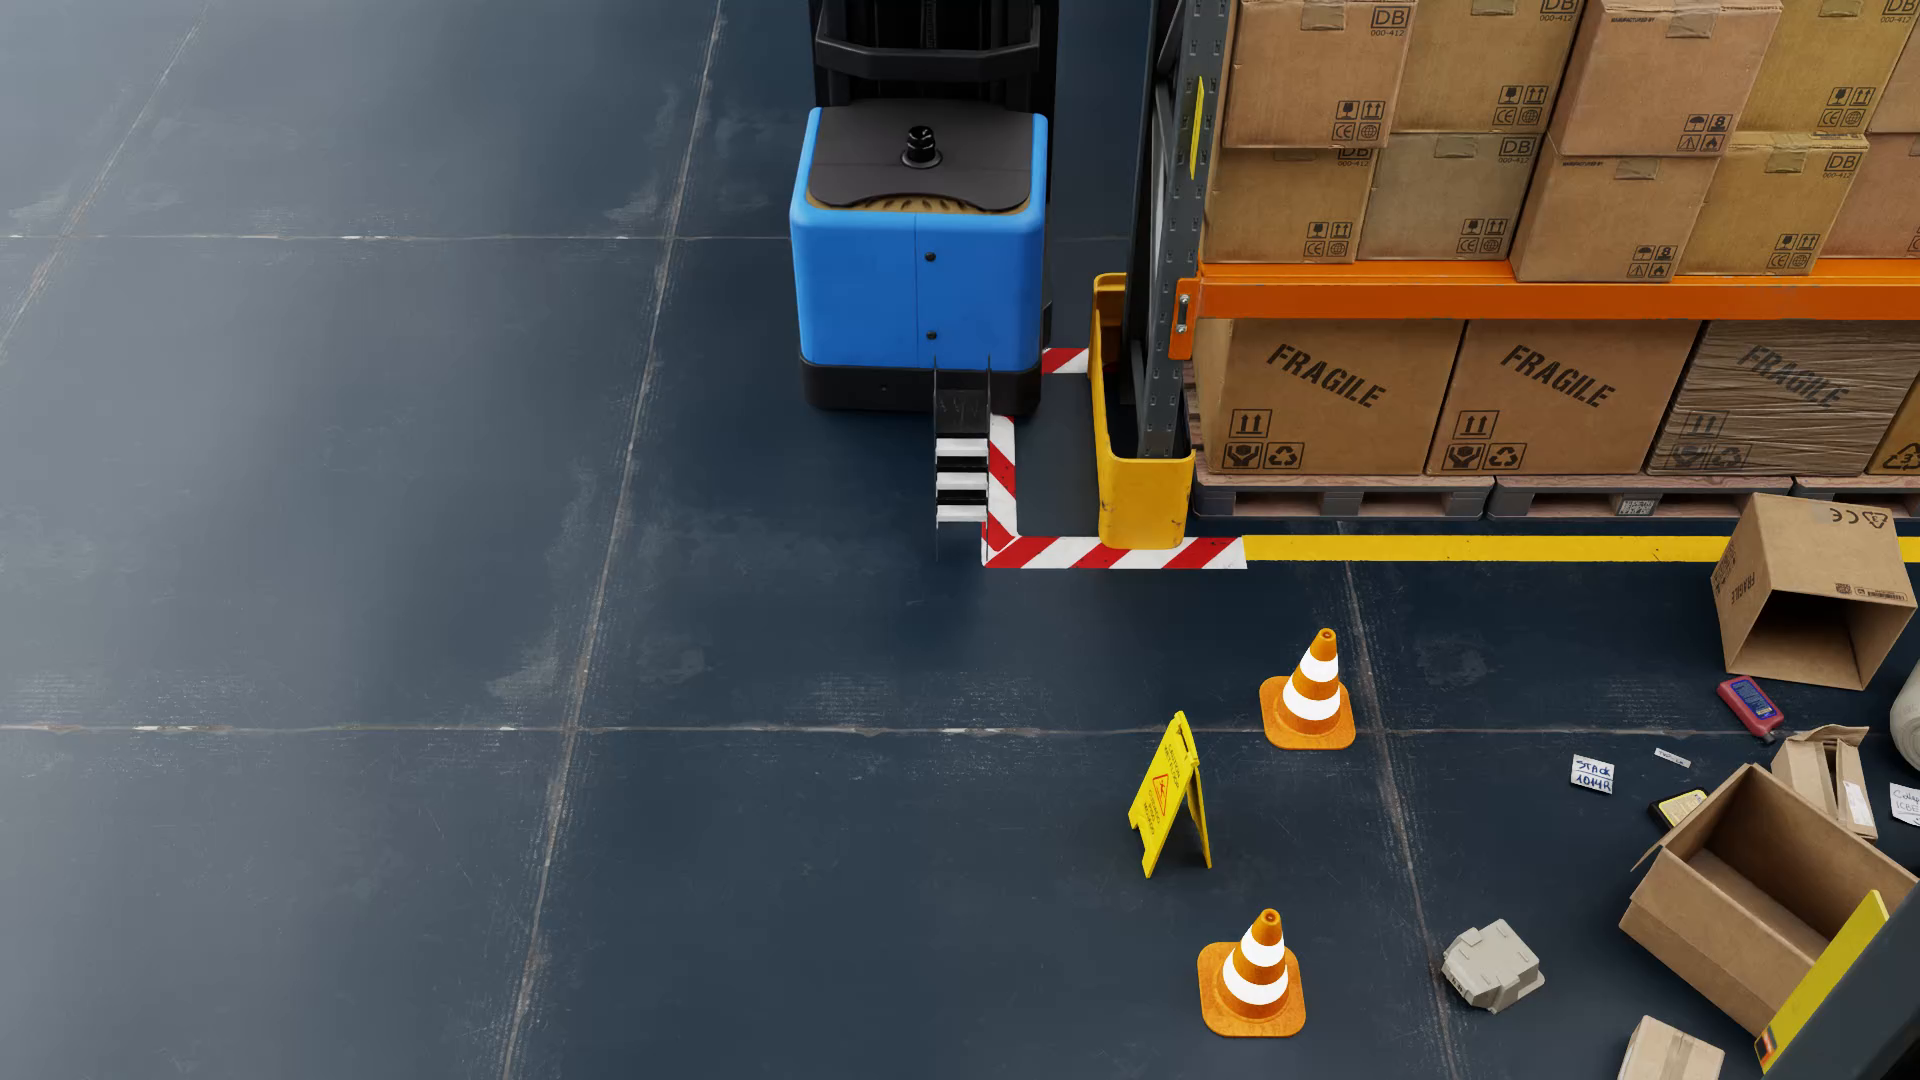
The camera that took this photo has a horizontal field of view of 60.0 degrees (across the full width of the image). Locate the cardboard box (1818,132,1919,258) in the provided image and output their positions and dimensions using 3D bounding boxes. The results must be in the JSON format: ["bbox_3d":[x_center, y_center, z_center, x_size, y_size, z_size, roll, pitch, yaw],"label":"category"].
[{"bbox_3d":[3.313,-1.517,6.092,0.550,0.550,0.875,0,47,0],"label":"cardboard box"}]

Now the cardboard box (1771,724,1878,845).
[{"bbox_3d":[3.046,0.873,5.836,0.258,0.266,0.396,8,48,7],"label":"cardboard box"}]

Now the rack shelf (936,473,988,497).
[{"bbox_3d":[0.008,-0.284,6.526,0.200,0.077,0.258,0,47,0],"label":"rack shelf"}]

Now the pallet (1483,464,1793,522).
[{"bbox_3d":[2.789,-0.512,7.163,1.213,0.211,1.003,0,47,0],"label":"pallet"}]

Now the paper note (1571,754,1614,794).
[{"bbox_3d":[2.292,0.847,6.023,0.142,0.017,0.144,15,49,14],"label":"paper note"}]

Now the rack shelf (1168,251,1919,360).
[{"bbox_3d":[2.772,-1.162,6.354,4.000,0.370,1.077,0,47,0],"label":"rack shelf"}]

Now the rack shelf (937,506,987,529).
[{"bbox_3d":[0.008,-0.161,6.657,0.200,0.077,0.258,0,47,0],"label":"rack shelf"}]

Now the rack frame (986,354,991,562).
[{"bbox_3d":[0.110,-0.306,6.501,0.006,0.900,0.240,0,47,0],"label":"rack frame"}]

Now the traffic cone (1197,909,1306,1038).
[{"bbox_3d":[0.954,1.319,5.287,0.334,0.463,0.336,0,47,0],"label":"traffic cone"}]

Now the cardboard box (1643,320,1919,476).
[{"bbox_3d":[3.242,-0.873,6.759,0.875,0.875,0.875,0,47,0],"label":"cardboard box"}]

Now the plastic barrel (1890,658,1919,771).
[{"bbox_3d":[3.632,0.596,5.987,0.421,0.421,0.512,32,55,26],"label":"plastic barrel"}]

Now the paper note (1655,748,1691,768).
[{"bbox_3d":[2.607,0.797,6.082,0.123,0.001,0.032,23,51,20],"label":"paper note"}]

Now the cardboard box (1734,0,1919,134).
[{"bbox_3d":[2.783,-1.861,5.673,0.500,0.550,0.875,0,47,0],"label":"cardboard box"}]

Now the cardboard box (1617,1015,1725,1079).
[{"bbox_3d":[2.172,1.707,5.140,0.250,0.149,0.380,23,51,20],"label":"cardboard box"}]

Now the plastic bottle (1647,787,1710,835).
[{"bbox_3d":[2.599,0.956,5.899,0.283,0.061,0.133,-15,49,-13],"label":"plastic bottle"}]

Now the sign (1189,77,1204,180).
[{"bbox_3d":[0.764,-1.328,5.372,0.005,0.325,0.100,0,47,0],"label":"sign"}]

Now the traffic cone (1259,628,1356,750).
[{"bbox_3d":[1.298,0.493,6.056,0.334,0.463,0.336,0,47,0],"label":"traffic cone"}]

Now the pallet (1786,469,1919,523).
[{"bbox_3d":[4.012,-0.511,7.162,1.213,0.211,1.003,0,47,0],"label":"pallet"}]

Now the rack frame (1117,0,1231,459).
[{"bbox_3d":[0.772,-1.412,6.096,0.127,3.000,1.000,0,47,0],"label":"rack frame"}]

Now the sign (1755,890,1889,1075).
[{"bbox_3d":[0.877,0.481,1.679,0.005,0.325,0.100,0,47,0],"label":"sign"}]

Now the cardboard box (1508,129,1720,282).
[{"bbox_3d":[2.253,-1.417,5.998,0.550,0.550,0.875,0,47,0],"label":"cardboard box"}]

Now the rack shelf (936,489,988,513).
[{"bbox_3d":[0.008,-0.223,6.592,0.200,0.077,0.258,0,47,0],"label":"rack shelf"}]

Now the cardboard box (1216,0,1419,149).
[{"bbox_3d":[1.143,-1.802,5.619,0.550,0.550,0.875,0,47,0],"label":"cardboard box"}]

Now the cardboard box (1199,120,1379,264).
[{"bbox_3d":[1.143,-1.496,6.071,0.550,0.550,0.875,0,47,0],"label":"cardboard box"}]

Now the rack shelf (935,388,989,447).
[{"bbox_3d":[0.008,-0.468,6.328,0.200,0.077,0.258,0,47,0],"label":"rack shelf"}]

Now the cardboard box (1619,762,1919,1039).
[{"bbox_3d":[2.621,1.213,5.358,0.637,0.503,0.797,-31,54,-26],"label":"cardboard box"}]

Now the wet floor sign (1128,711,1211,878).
[{"bbox_3d":[0.736,0.839,5.609,0.232,0.644,0.267,-7,47,-7],"label":"wet floor sign"}]

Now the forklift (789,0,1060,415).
[{"bbox_3d":[-0.098,-2.616,7.263,1.130,2.935,3.031,2,47,2],"label":"forklift"}]

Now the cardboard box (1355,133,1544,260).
[{"bbox_3d":[1.693,-1.510,6.085,0.550,0.550,0.875,0,47,0],"label":"cardboard box"}]

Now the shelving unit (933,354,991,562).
[{"bbox_3d":[0.008,-0.307,6.501,0.210,0.900,0.258,0,47,0],"label":"shelving unit"}]

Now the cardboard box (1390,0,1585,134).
[{"bbox_3d":[1.693,-1.868,5.680,0.550,0.550,0.875,0,47,0],"label":"cardboard box"}]

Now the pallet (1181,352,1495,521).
[{"bbox_3d":[1.572,-0.517,7.168,1.213,0.211,1.003,0,47,0],"label":"pallet"}]

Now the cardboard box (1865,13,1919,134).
[{"bbox_3d":[3.313,-1.865,5.677,0.550,0.550,0.875,0,47,0],"label":"cardboard box"}]

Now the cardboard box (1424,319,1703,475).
[{"bbox_3d":[2.330,-0.877,6.763,0.875,0.875,0.875,-1,47,0],"label":"cardboard box"}]

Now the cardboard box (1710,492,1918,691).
[{"bbox_3d":[3.216,0.196,6.305,0.500,0.500,0.500,8,48,7],"label":"cardboard box"}]

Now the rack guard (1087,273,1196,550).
[{"bbox_3d":[0.748,-0.561,7.011,0.348,0.500,1.175,0,47,0],"label":"rack guard"}]

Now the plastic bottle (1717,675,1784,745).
[{"bbox_3d":[2.966,0.636,6.197,0.133,0.061,0.283,-15,49,-13],"label":"plastic bottle"}]

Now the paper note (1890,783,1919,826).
[{"bbox_3d":[3.407,0.948,5.932,0.155,0.023,0.172,15,49,14],"label":"paper note"}]

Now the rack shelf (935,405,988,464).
[{"bbox_3d":[0.008,-0.407,6.394,0.200,0.077,0.258,0,47,0],"label":"rack shelf"}]

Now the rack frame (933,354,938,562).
[{"bbox_3d":[-0.094,-0.307,6.502,0.006,0.900,0.240,0,47,0],"label":"rack frame"}]

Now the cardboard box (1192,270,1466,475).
[{"bbox_3d":[1.450,-0.878,6.764,0.875,0.875,0.875,0,47,0],"label":"cardboard box"}]

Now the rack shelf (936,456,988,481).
[{"bbox_3d":[0.008,-0.345,6.460,0.200,0.077,0.258,0,47,0],"label":"rack shelf"}]

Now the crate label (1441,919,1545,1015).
[{"bbox_3d":[1.740,1.387,5.446,0.298,0.136,0.250,-23,51,-20],"label":"crate label"}]

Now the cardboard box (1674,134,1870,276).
[{"bbox_3d":[2.783,-1.446,6.025,0.500,0.550,0.875,0,47,0],"label":"cardboard box"}]

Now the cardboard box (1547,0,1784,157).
[{"bbox_3d":[2.253,-1.767,5.586,0.550,0.550,0.875,0,47,0],"label":"cardboard box"}]

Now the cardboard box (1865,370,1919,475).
[{"bbox_3d":[4.143,-0.874,6.759,0.875,0.875,0.875,1,47,1],"label":"cardboard box"}]
